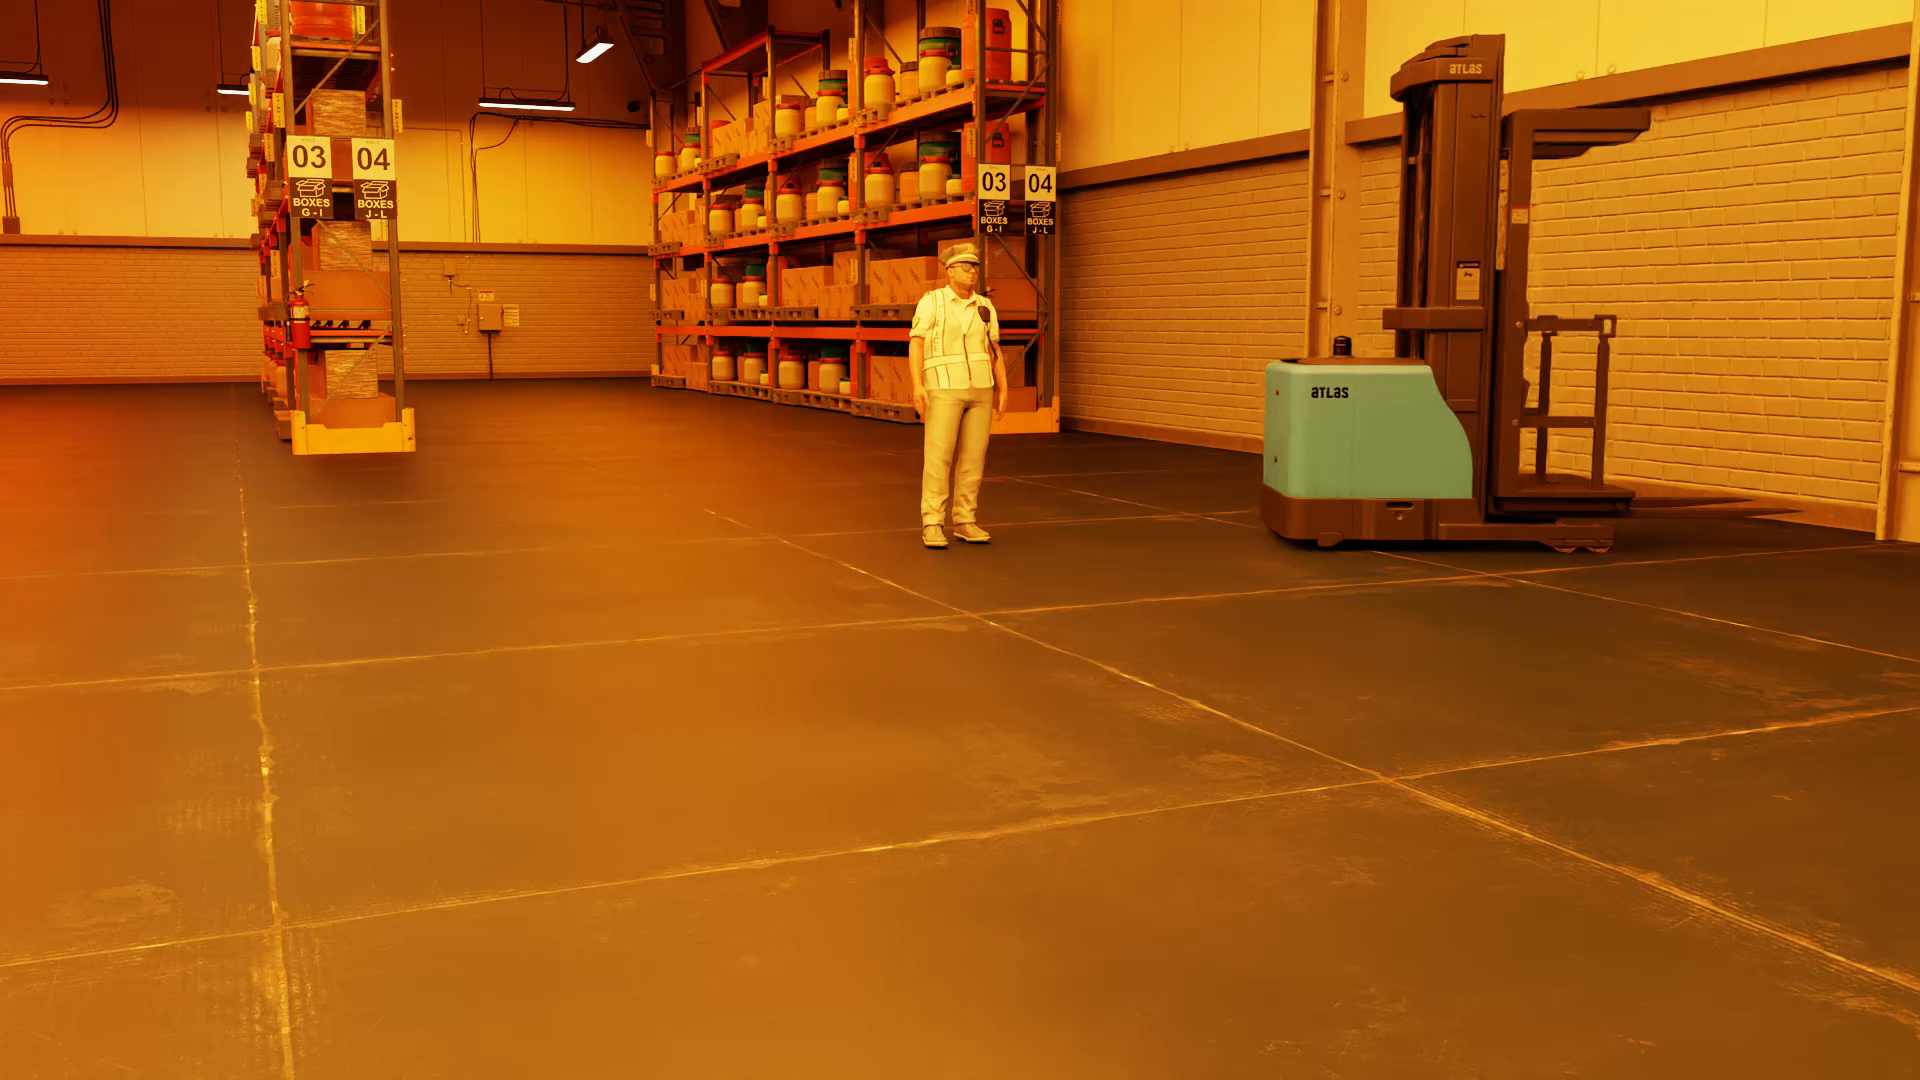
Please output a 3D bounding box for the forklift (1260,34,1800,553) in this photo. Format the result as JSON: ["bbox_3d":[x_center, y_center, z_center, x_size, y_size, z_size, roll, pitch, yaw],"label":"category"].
[{"bbox_3d":[3.414,-1.449,9.933,3.031,2.935,1.130,0,8,1],"label":"forklift"}]

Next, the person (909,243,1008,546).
[{"bbox_3d":[0.021,-0.881,9.961,0.641,1.781,0.574,-3,8,-23],"label":"person"}]
